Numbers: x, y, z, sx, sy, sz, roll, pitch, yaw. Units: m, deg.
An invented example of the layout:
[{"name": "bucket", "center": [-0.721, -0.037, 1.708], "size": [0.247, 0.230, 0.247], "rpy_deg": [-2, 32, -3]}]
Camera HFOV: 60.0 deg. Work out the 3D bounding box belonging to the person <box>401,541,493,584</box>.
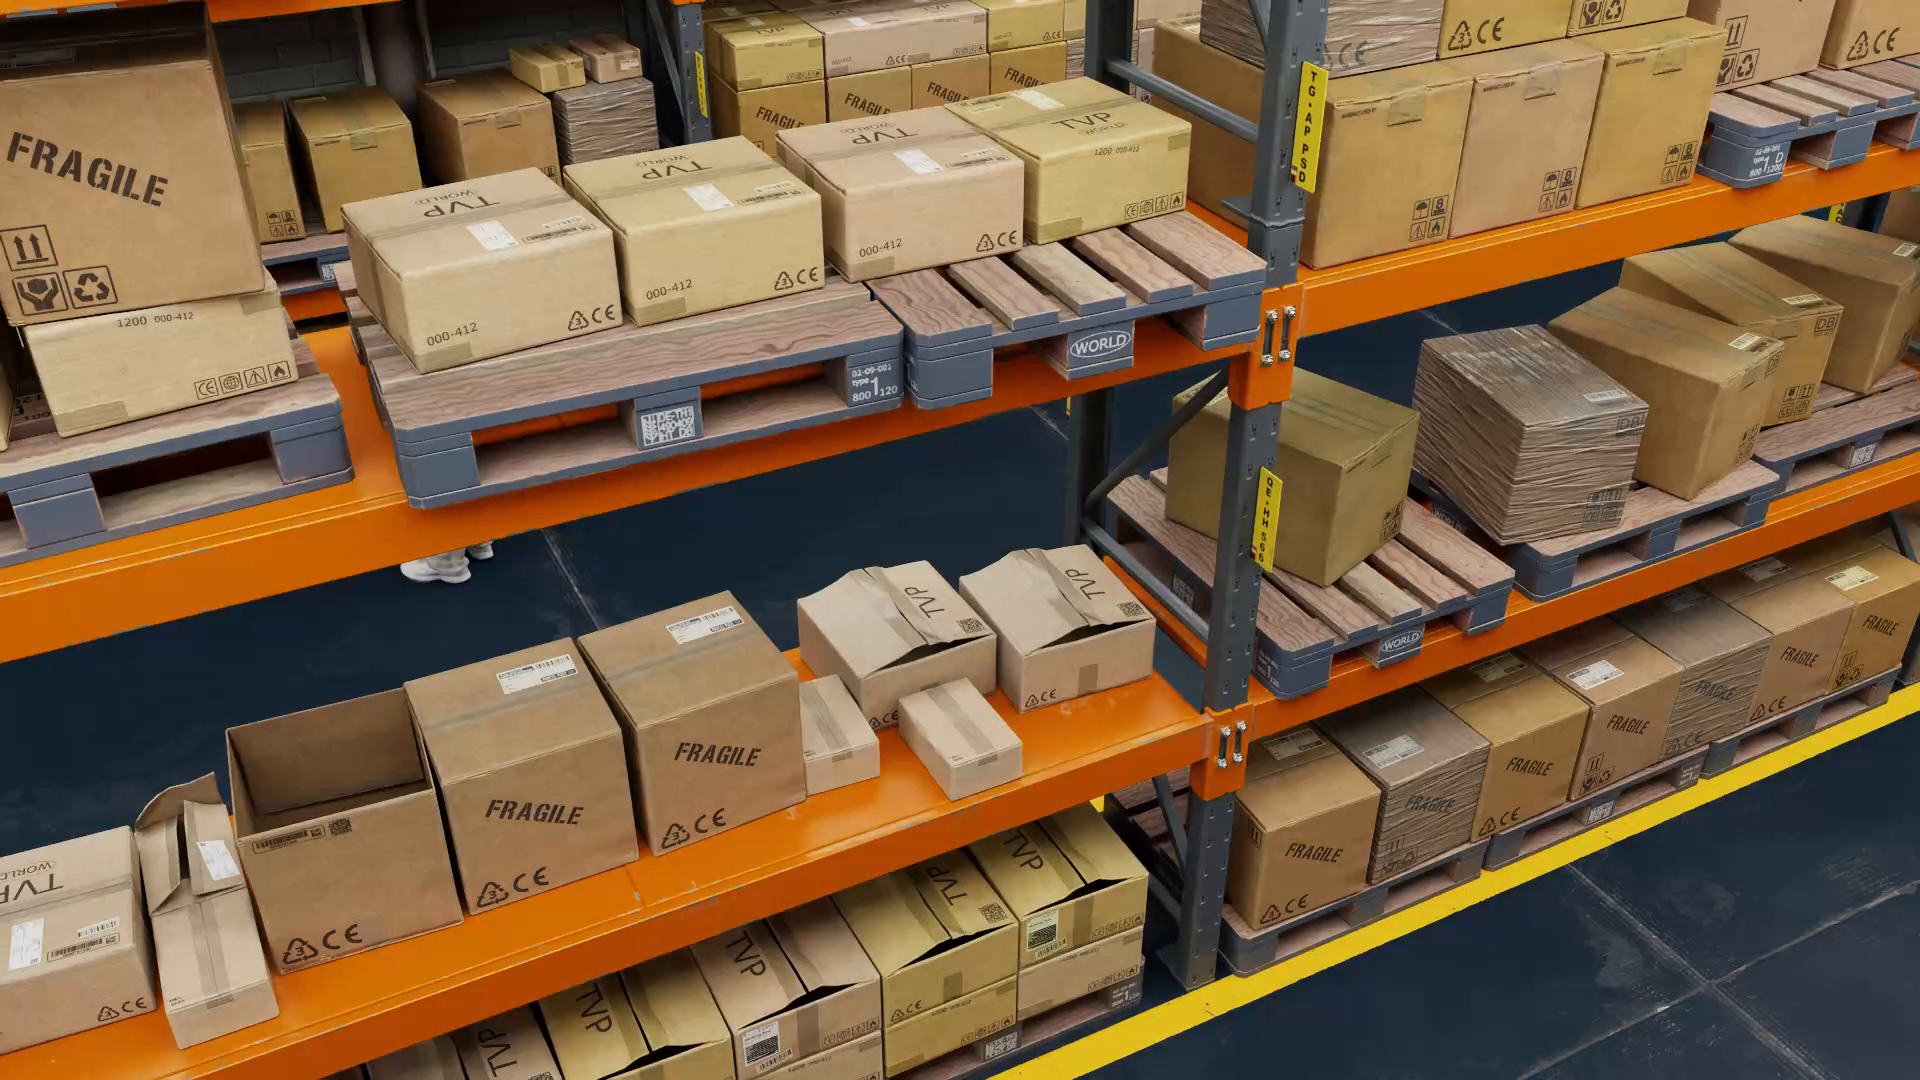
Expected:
[{"name": "person", "center": [-2.638, -0.625, 8.122], "size": [0.376, 1.783, 0.565], "rpy_deg": [12, 35, 18]}]
